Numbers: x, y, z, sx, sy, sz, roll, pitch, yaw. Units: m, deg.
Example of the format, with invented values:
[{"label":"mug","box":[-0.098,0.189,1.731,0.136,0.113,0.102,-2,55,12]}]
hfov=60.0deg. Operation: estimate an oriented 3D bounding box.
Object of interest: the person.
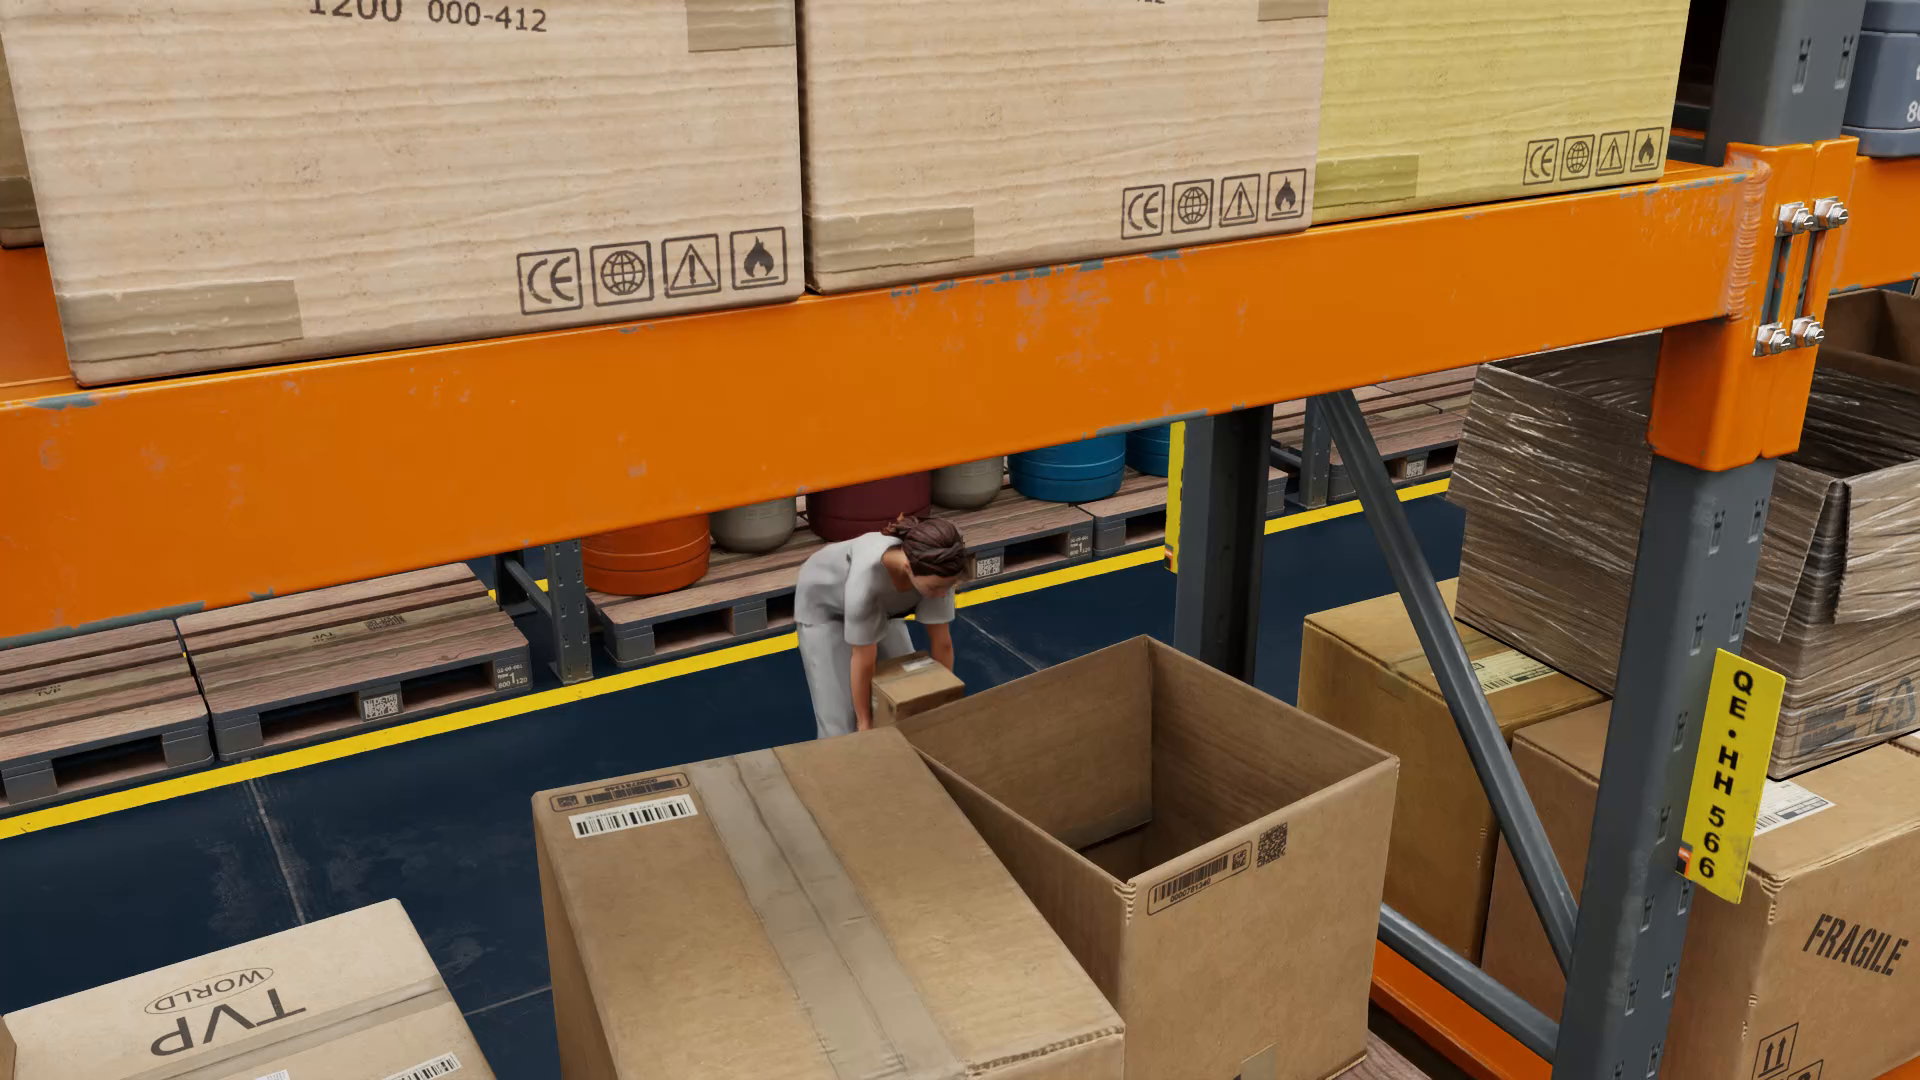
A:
[{"label":"person","box":[-0.239,0.465,5.414,0.415,1.318,0.801,-13,25,-30]}]
